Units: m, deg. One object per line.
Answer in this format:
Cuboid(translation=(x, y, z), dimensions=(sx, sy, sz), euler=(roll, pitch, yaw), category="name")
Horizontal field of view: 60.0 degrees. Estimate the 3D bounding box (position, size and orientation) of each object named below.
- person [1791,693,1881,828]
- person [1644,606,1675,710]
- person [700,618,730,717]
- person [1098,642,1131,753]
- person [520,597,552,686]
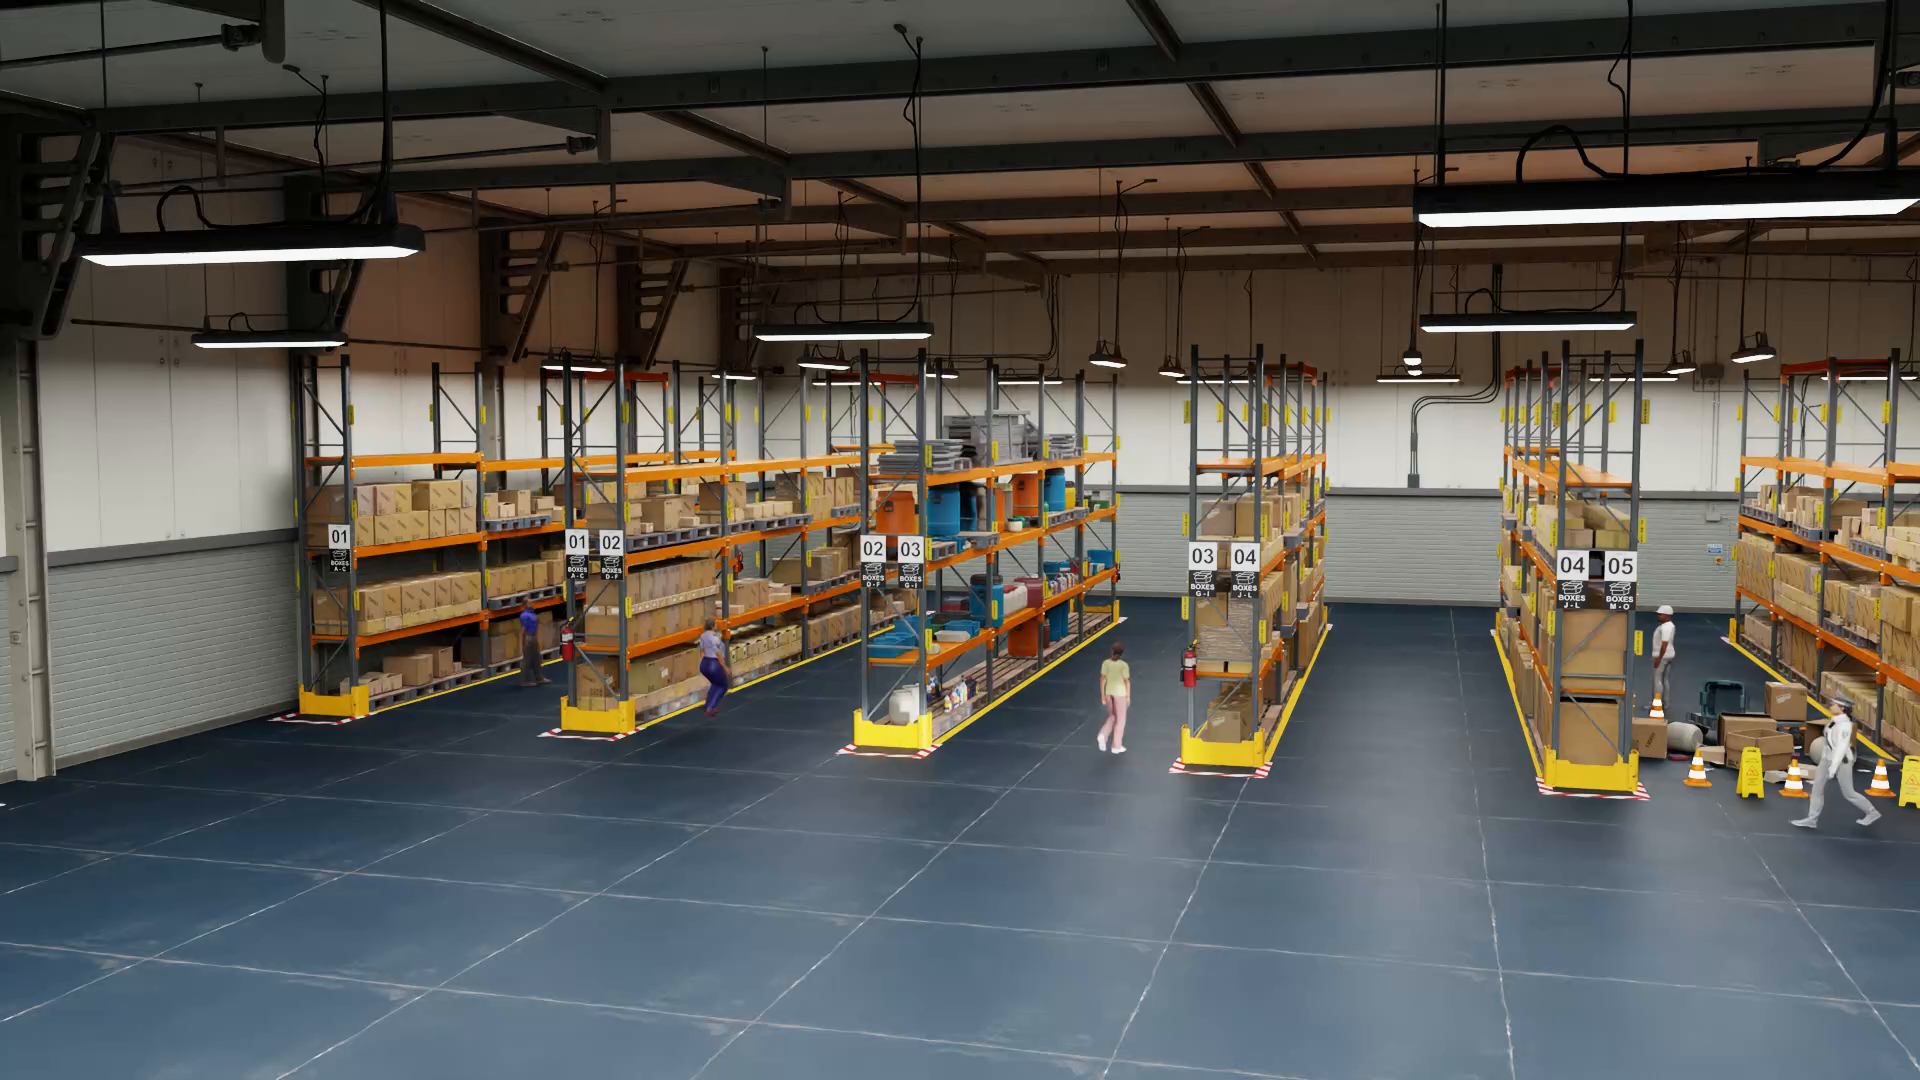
Cuboid(translation=(10.609, 2.673, 20.043), dimensions=(0.957, 1.646, 0.451), euler=(0, 4, -5), category="person")
Cuboid(translation=(11.979, 2.004, 28.358), dimensions=(0.622, 1.776, 0.434), euler=(-4, 6, -42), category="person")
Cuboid(translation=(-3.888, 2.045, 26.378), dimensions=(0.501, 1.627, 0.511), euler=(4, 6, 43), category="person")
Cuboid(translation=(2.288, 2.322, 24.494), dimensions=(0.524, 1.660, 0.445), euler=(-4, 6, -42), category="person")
Cuboid(translation=(-7.854, 1.879, 30.764), dimensions=(0.533, 1.636, 0.482), euler=(0, 4, -5), category="person")
